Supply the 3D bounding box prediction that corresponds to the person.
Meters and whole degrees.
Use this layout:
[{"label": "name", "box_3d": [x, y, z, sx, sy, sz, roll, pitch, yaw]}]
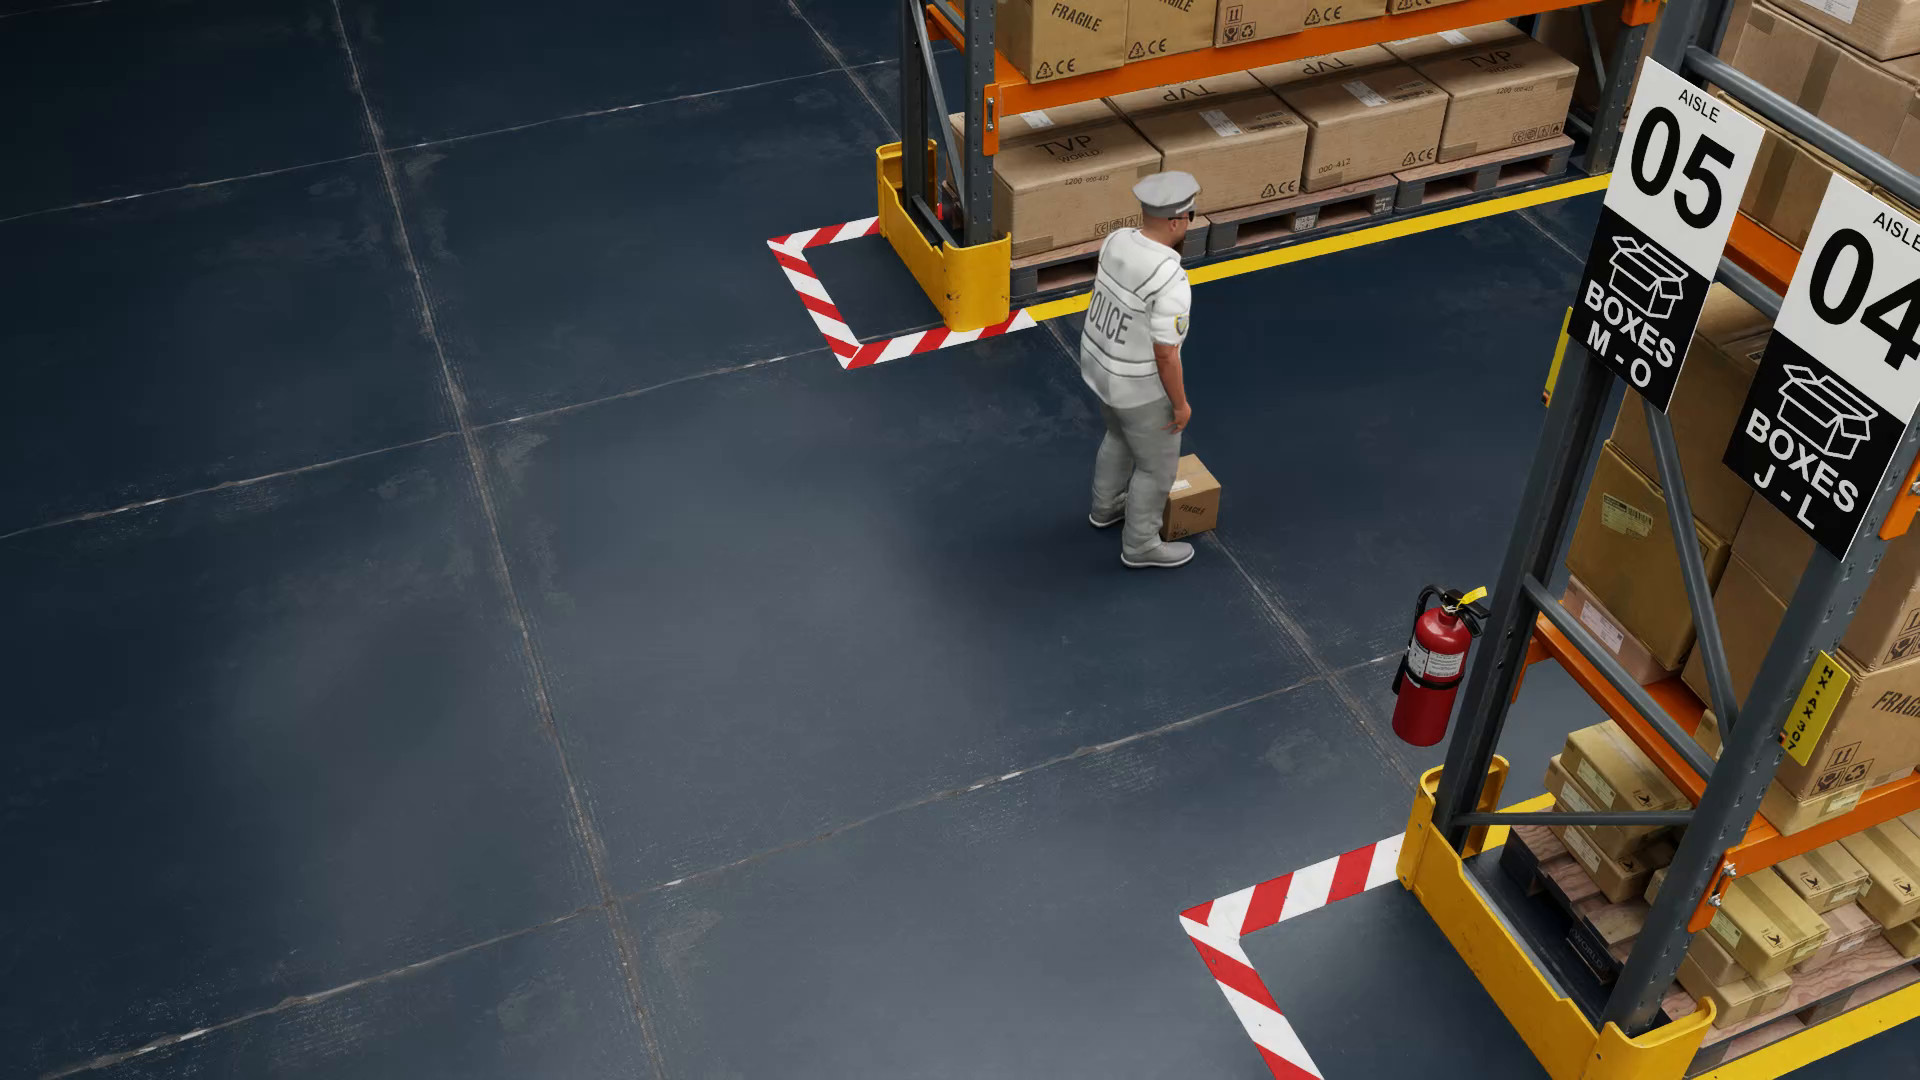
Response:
[{"label": "person", "box_3d": [0.741, -0.683, 6.926, 0.436, 1.748, 0.606, -18, 44, -19]}]
